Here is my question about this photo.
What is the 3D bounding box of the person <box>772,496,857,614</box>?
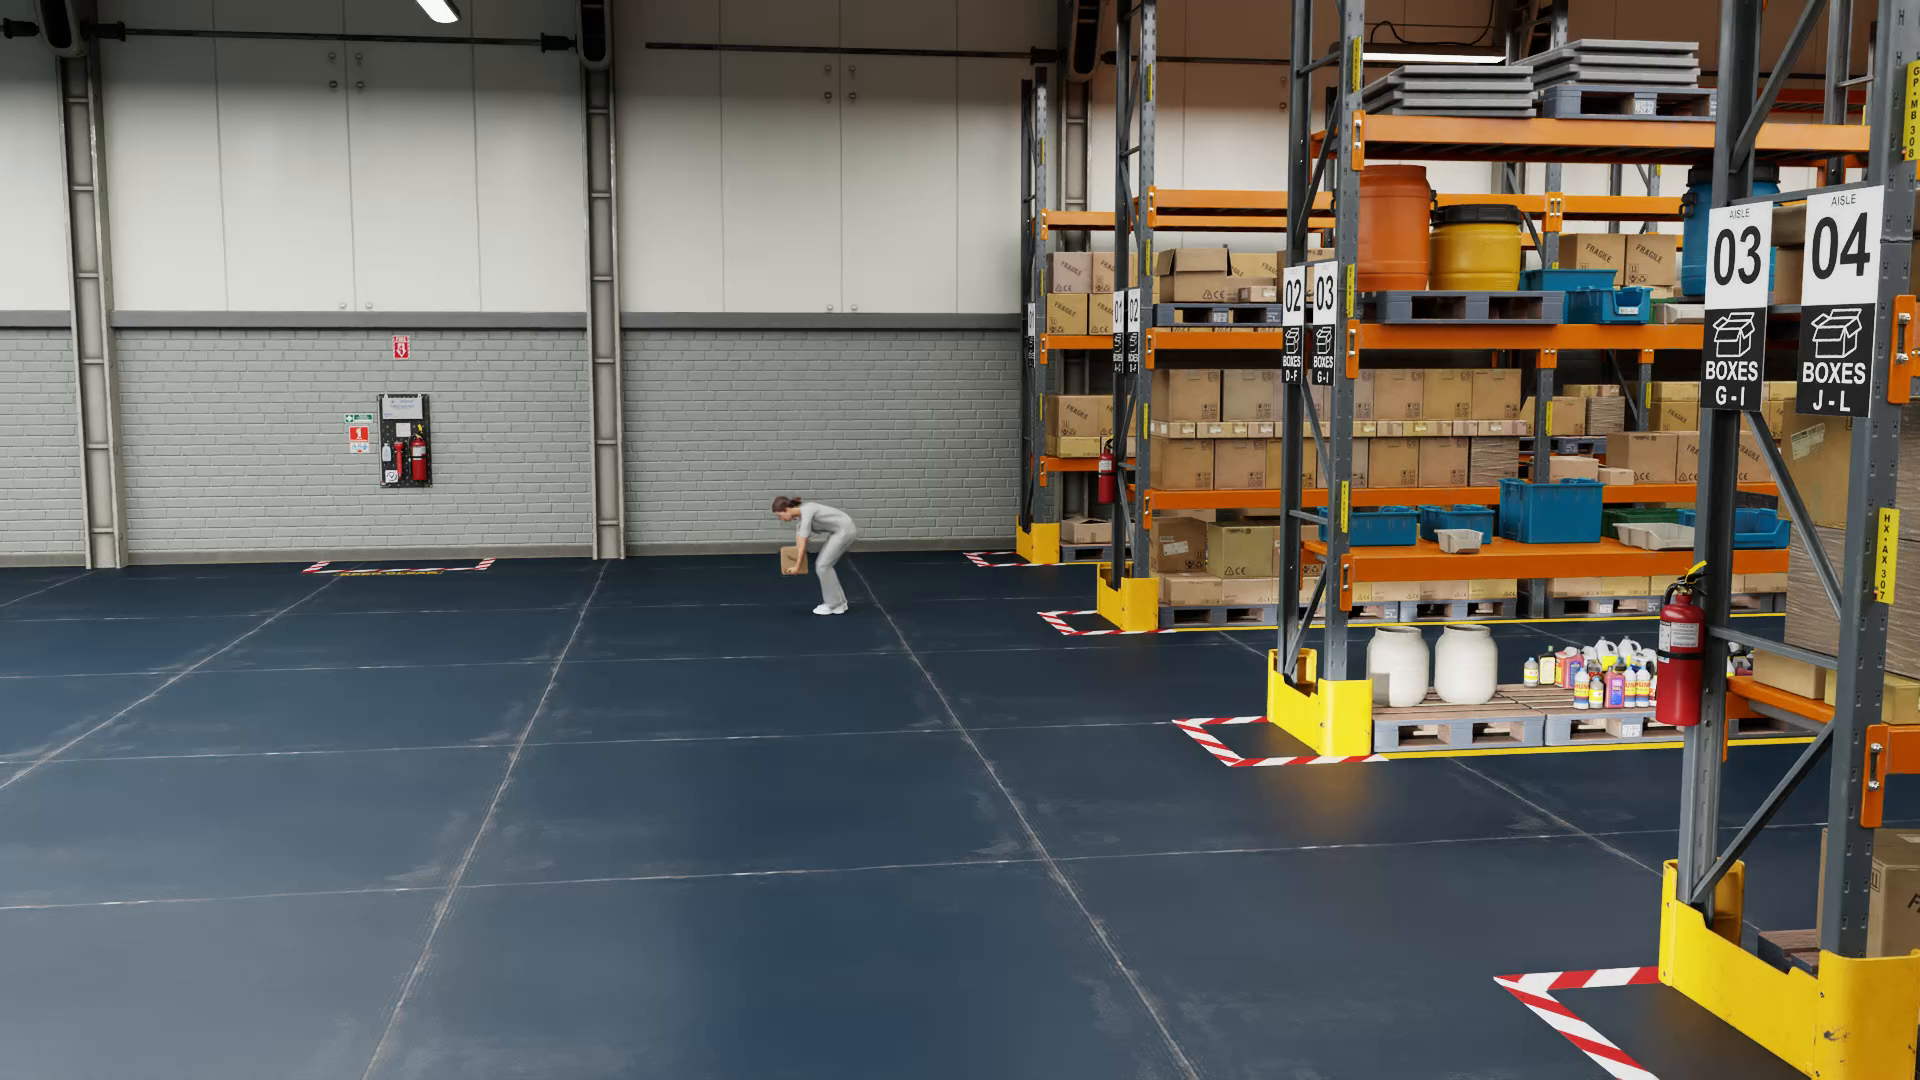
[{"bbox_3d":[-1.459,0.146,16.669,0.843,1.190,0.429,-1,7,-11],"label":"person"}]
